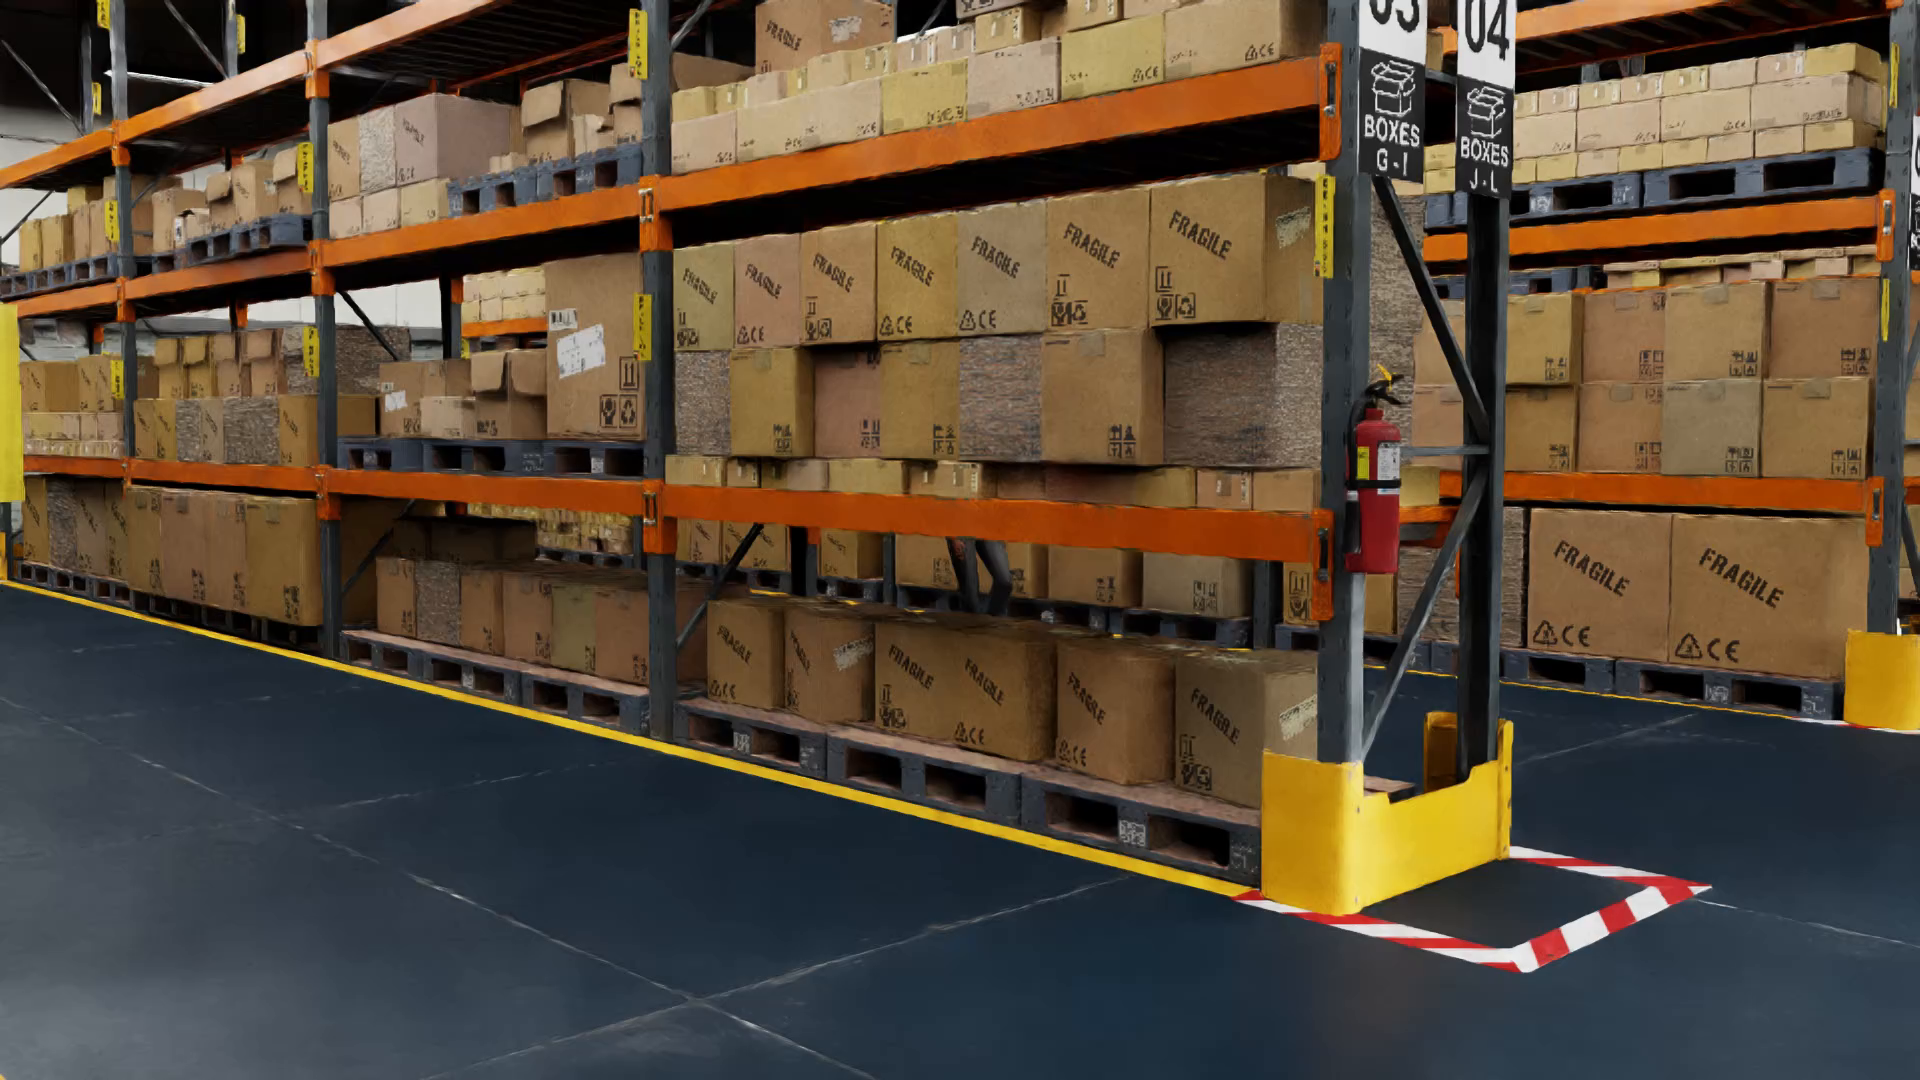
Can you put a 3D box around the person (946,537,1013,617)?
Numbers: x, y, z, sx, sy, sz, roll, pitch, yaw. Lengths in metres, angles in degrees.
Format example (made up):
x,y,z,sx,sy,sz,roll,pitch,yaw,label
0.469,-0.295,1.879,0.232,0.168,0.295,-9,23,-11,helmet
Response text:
x,y,z,sx,sy,sz,roll,pitch,yaw,label
0.095,-0.023,11.489,0.530,1.634,0.453,-1,4,-14,person
